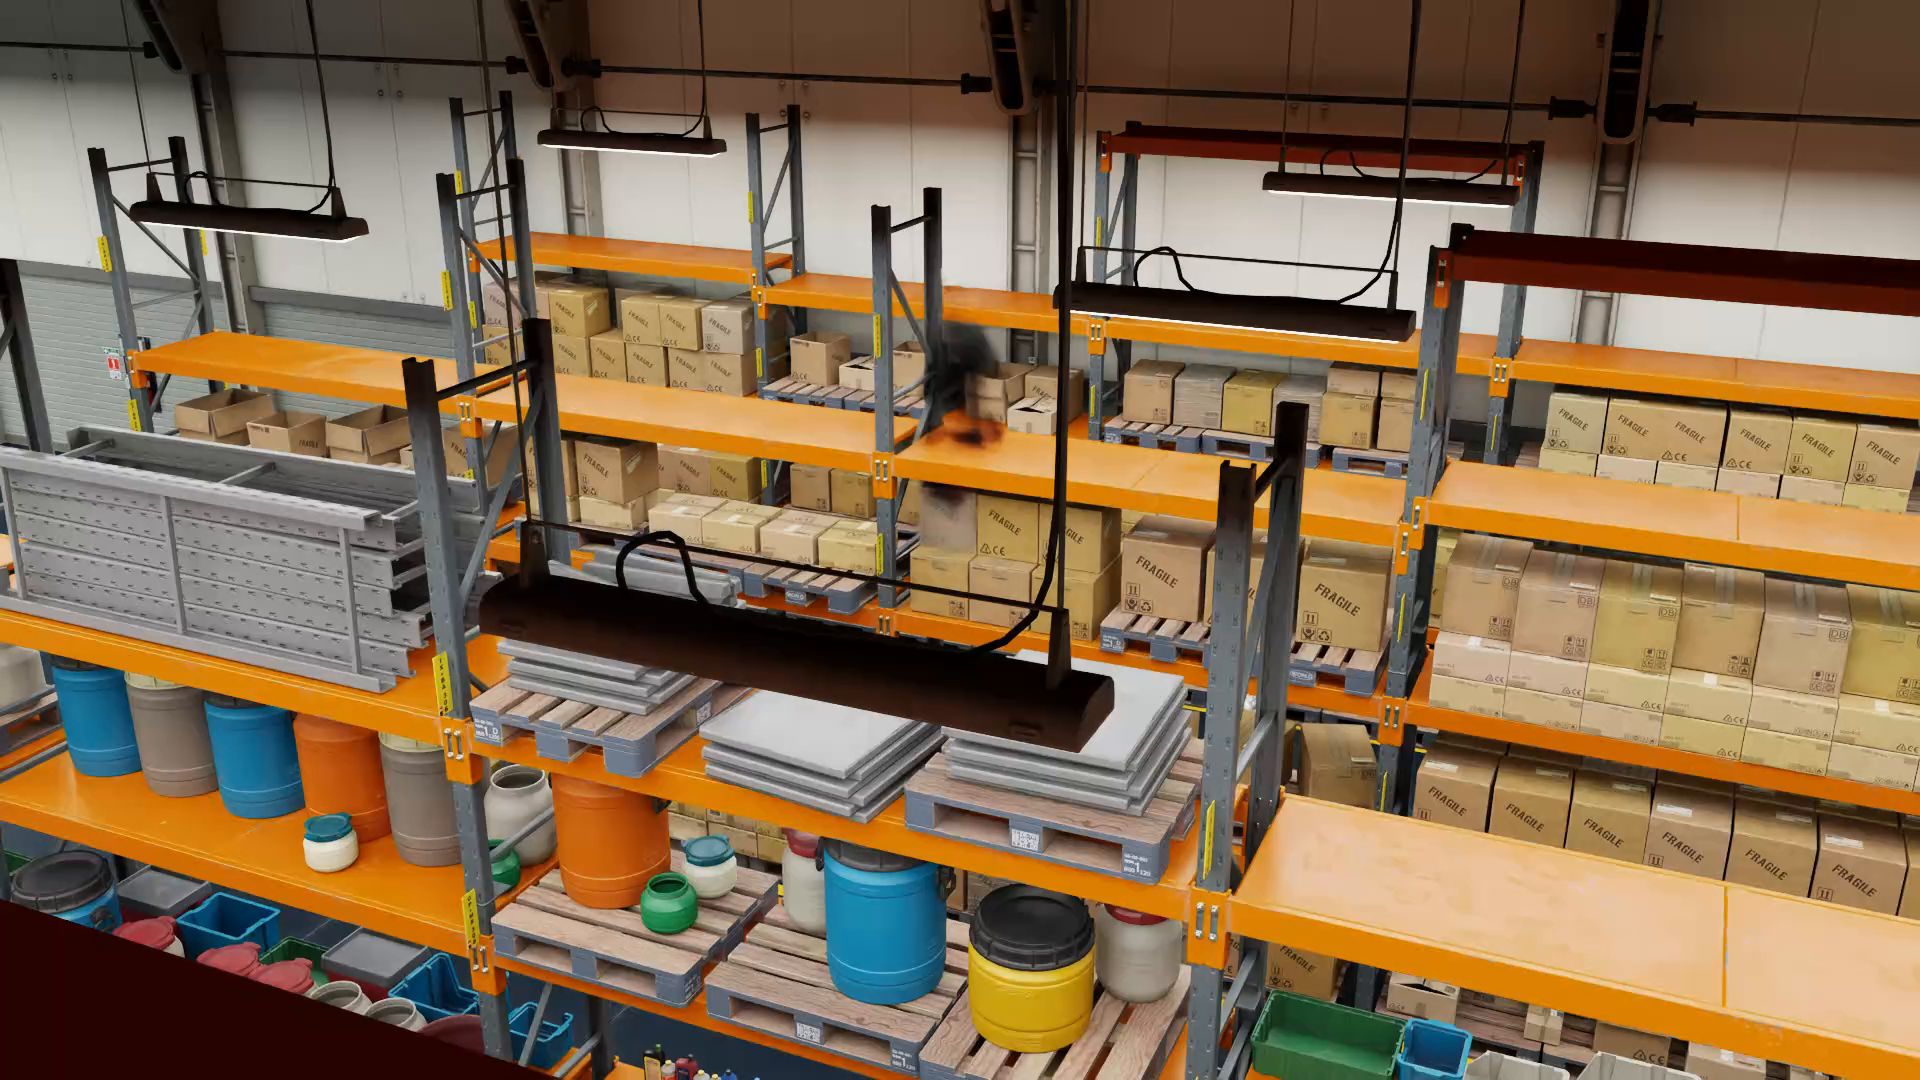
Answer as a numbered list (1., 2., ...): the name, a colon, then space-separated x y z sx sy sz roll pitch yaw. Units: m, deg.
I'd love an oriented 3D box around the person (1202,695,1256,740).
1. person: 2.668 1.891 15.213 0.847 1.757 0.648 7 22 18
